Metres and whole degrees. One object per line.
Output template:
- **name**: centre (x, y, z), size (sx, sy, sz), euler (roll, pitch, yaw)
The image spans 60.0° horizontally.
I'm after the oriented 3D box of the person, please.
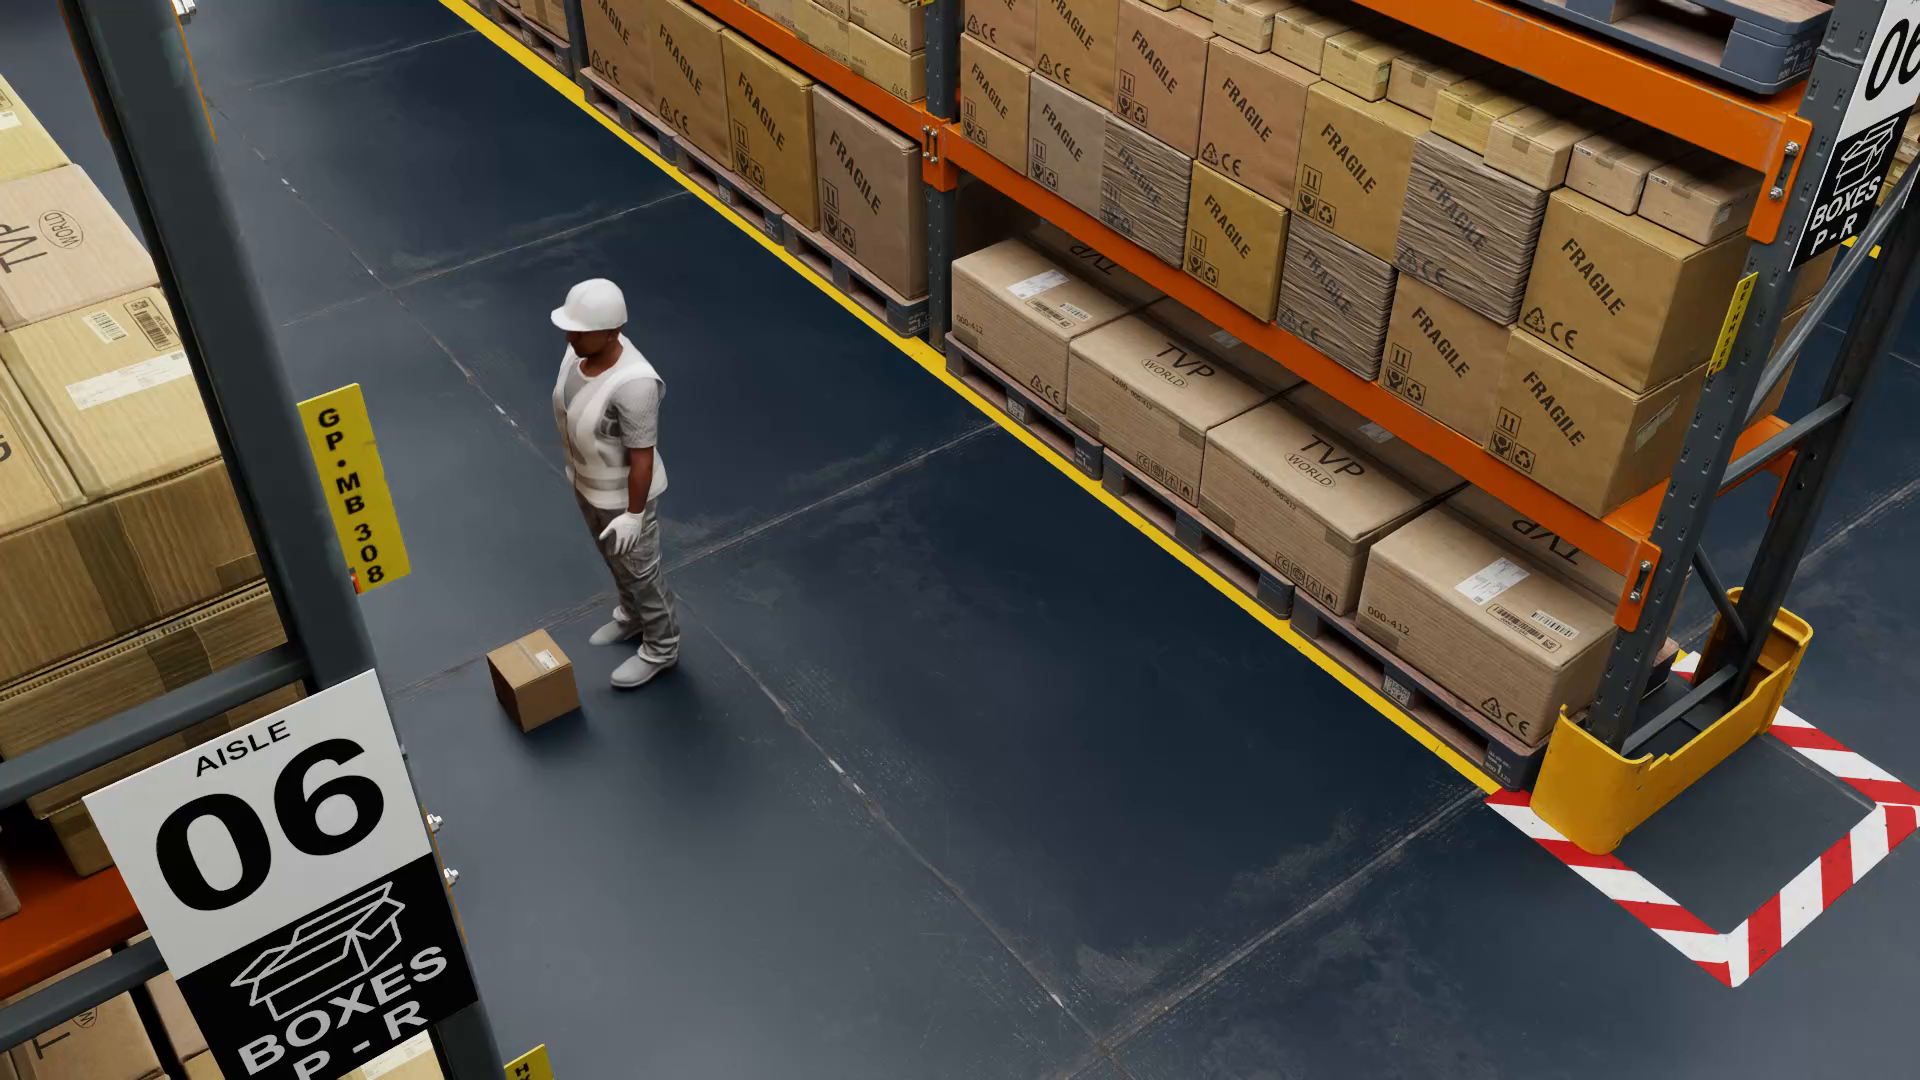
- **person**: centre (-1.328, -0.196, 6.390), size (0.393, 1.812, 0.553), euler (-25, 46, -27)
